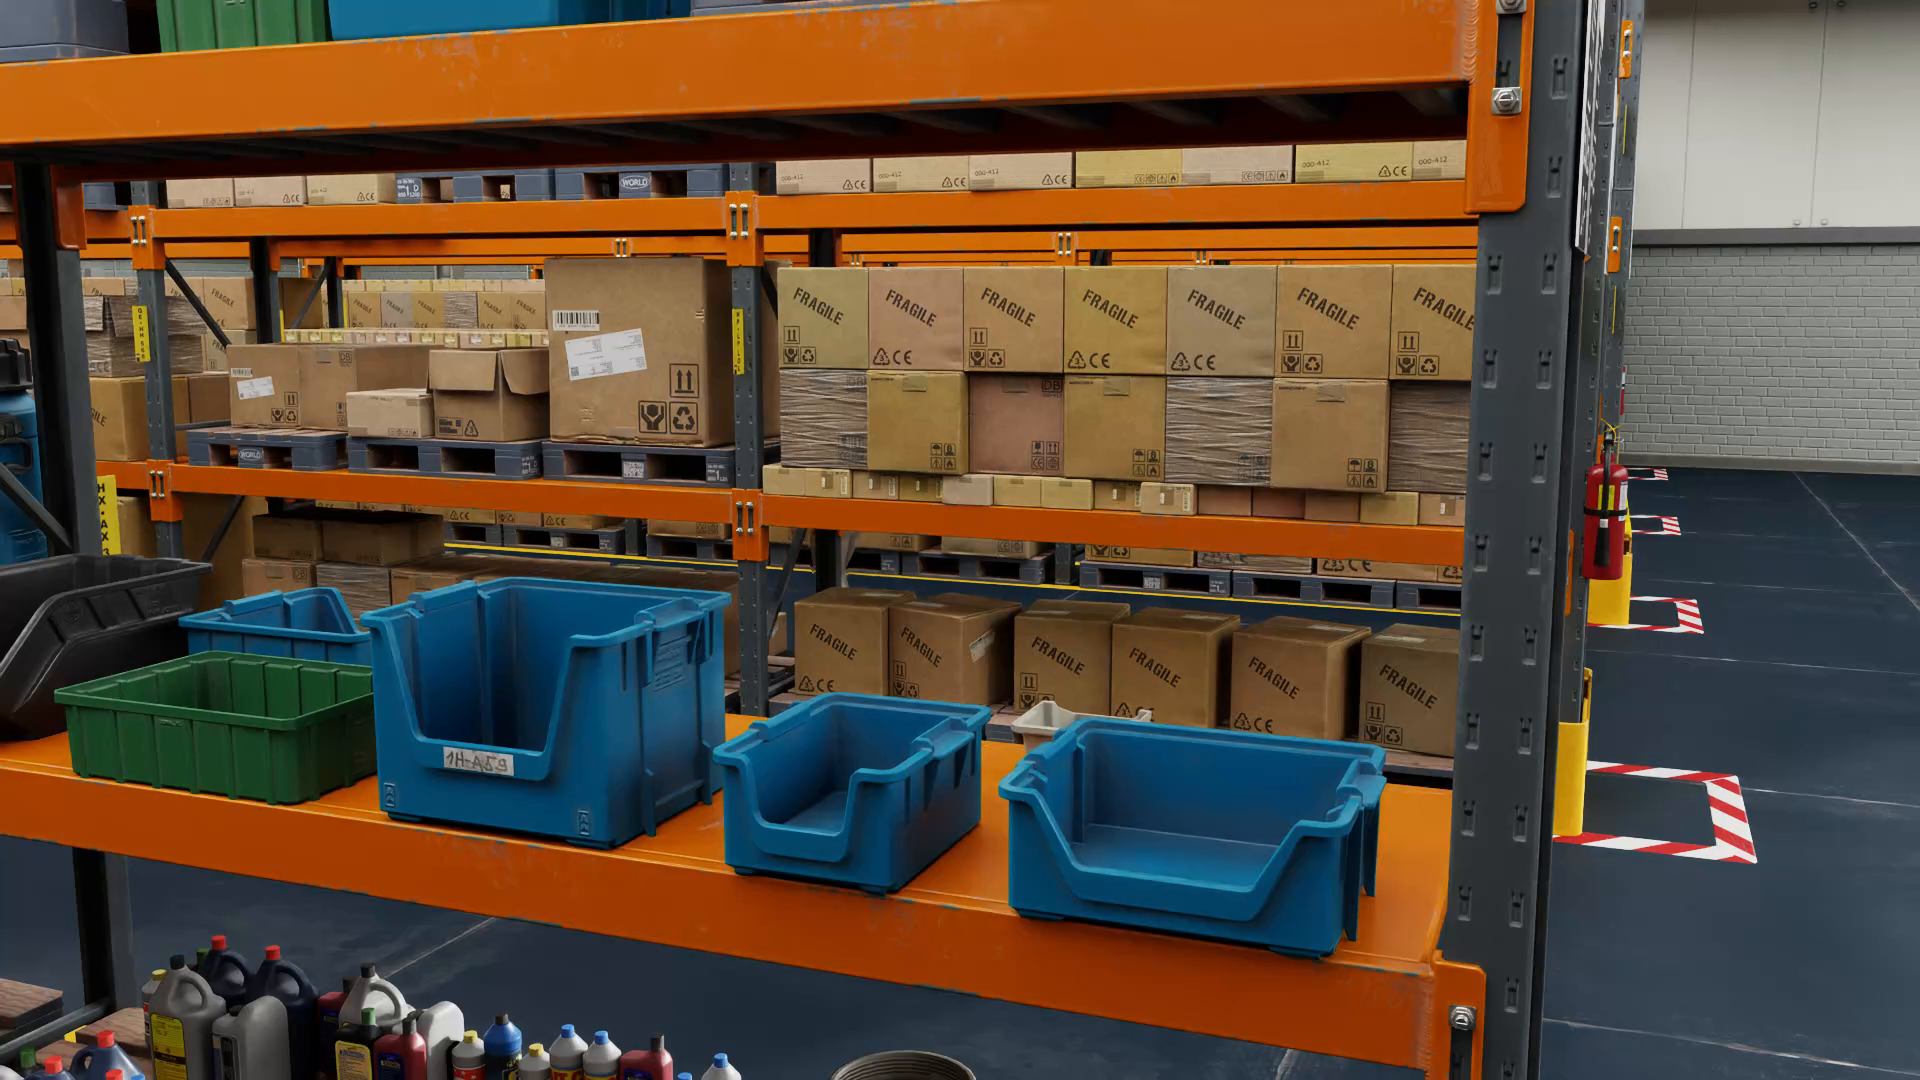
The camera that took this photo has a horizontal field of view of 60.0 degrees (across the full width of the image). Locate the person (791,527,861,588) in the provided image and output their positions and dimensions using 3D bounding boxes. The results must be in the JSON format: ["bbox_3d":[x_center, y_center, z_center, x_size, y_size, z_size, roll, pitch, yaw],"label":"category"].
[{"bbox_3d":[-0.890,-0.129,10.699,0.562,1.736,0.577,4,9,23],"label":"person"}]
